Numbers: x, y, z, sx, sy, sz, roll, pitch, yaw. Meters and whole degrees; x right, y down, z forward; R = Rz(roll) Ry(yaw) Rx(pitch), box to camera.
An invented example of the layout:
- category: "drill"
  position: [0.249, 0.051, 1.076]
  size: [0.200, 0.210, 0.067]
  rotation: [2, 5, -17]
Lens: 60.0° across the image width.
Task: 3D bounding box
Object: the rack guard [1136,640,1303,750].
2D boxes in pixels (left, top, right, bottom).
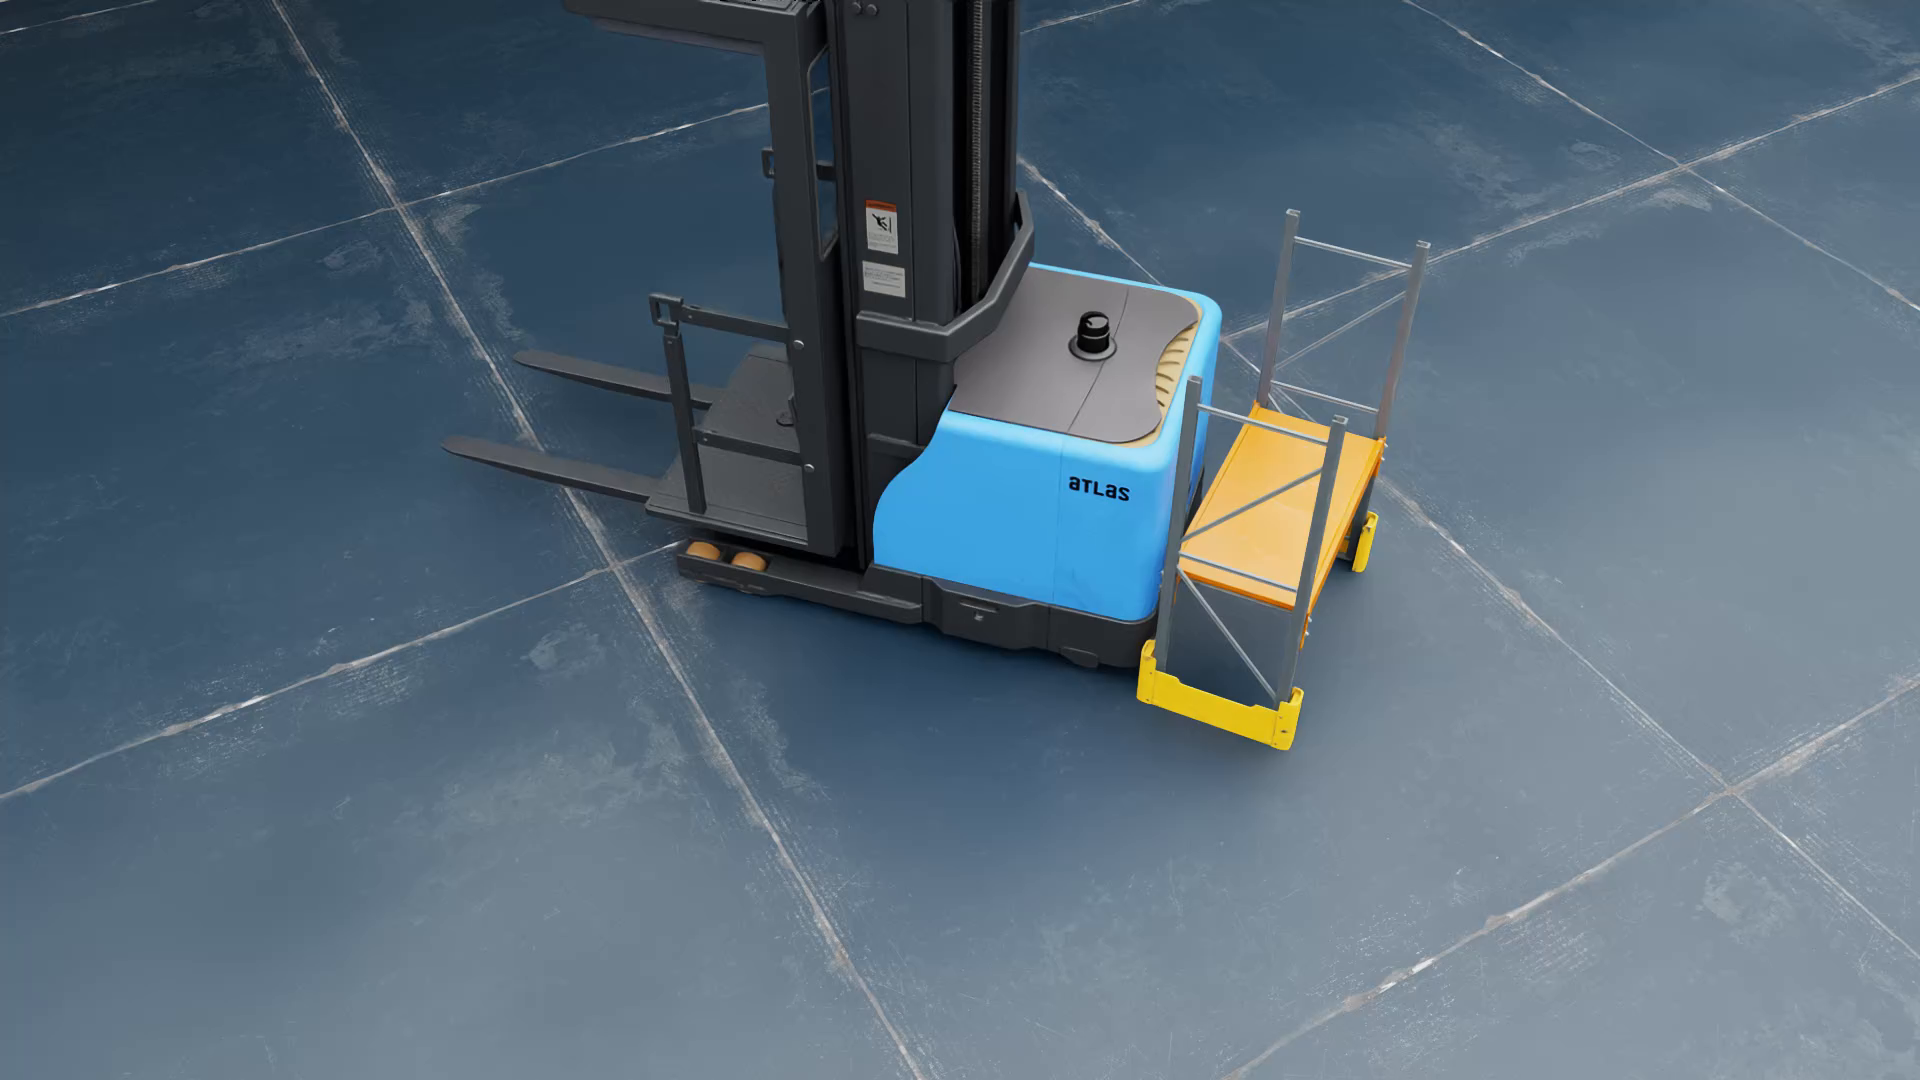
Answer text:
- category: "rack guard"
  position: [0.929, 0.558, 5.996]
  size: [0.587, 0.250, 0.087]
  rotation: [18, 47, 18]

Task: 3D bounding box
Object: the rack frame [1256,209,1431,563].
- category: "rack frame"
  position: [1.362, -0.530, 6.219]
  size: [0.500, 1.500, 0.032]
  rotation: [18, 47, 18]

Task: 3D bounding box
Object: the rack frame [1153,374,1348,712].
- category: "rack frame"
  position: [0.929, 0.110, 5.559]
  size: [0.500, 1.500, 0.032]
  rotation: [18, 47, 18]

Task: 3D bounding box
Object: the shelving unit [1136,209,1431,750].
- category: "shelving unit"
  position: [1.142, -0.204, 5.884]
  size: [0.587, 1.500, 1.083]
  rotation: [18, 47, 18]

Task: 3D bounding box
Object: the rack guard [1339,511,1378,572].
- category: "rack guard"
  position: [1.354, -0.070, 6.642]
  size: [0.587, 0.250, 0.087]
  rotation: [18, 47, 18]

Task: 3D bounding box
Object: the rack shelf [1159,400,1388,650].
- category: "rack shelf"
  position: [1.146, -0.081, 6.015]
  size: [0.538, 0.185, 1.000]
  rotation: [18, 47, 18]

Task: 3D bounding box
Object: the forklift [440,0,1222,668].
- category: "forklift"
  position: [-0.595, -1.177, 5.858]
  size: [3.031, 2.935, 1.130]
  rotation: [13, 46, 13]
